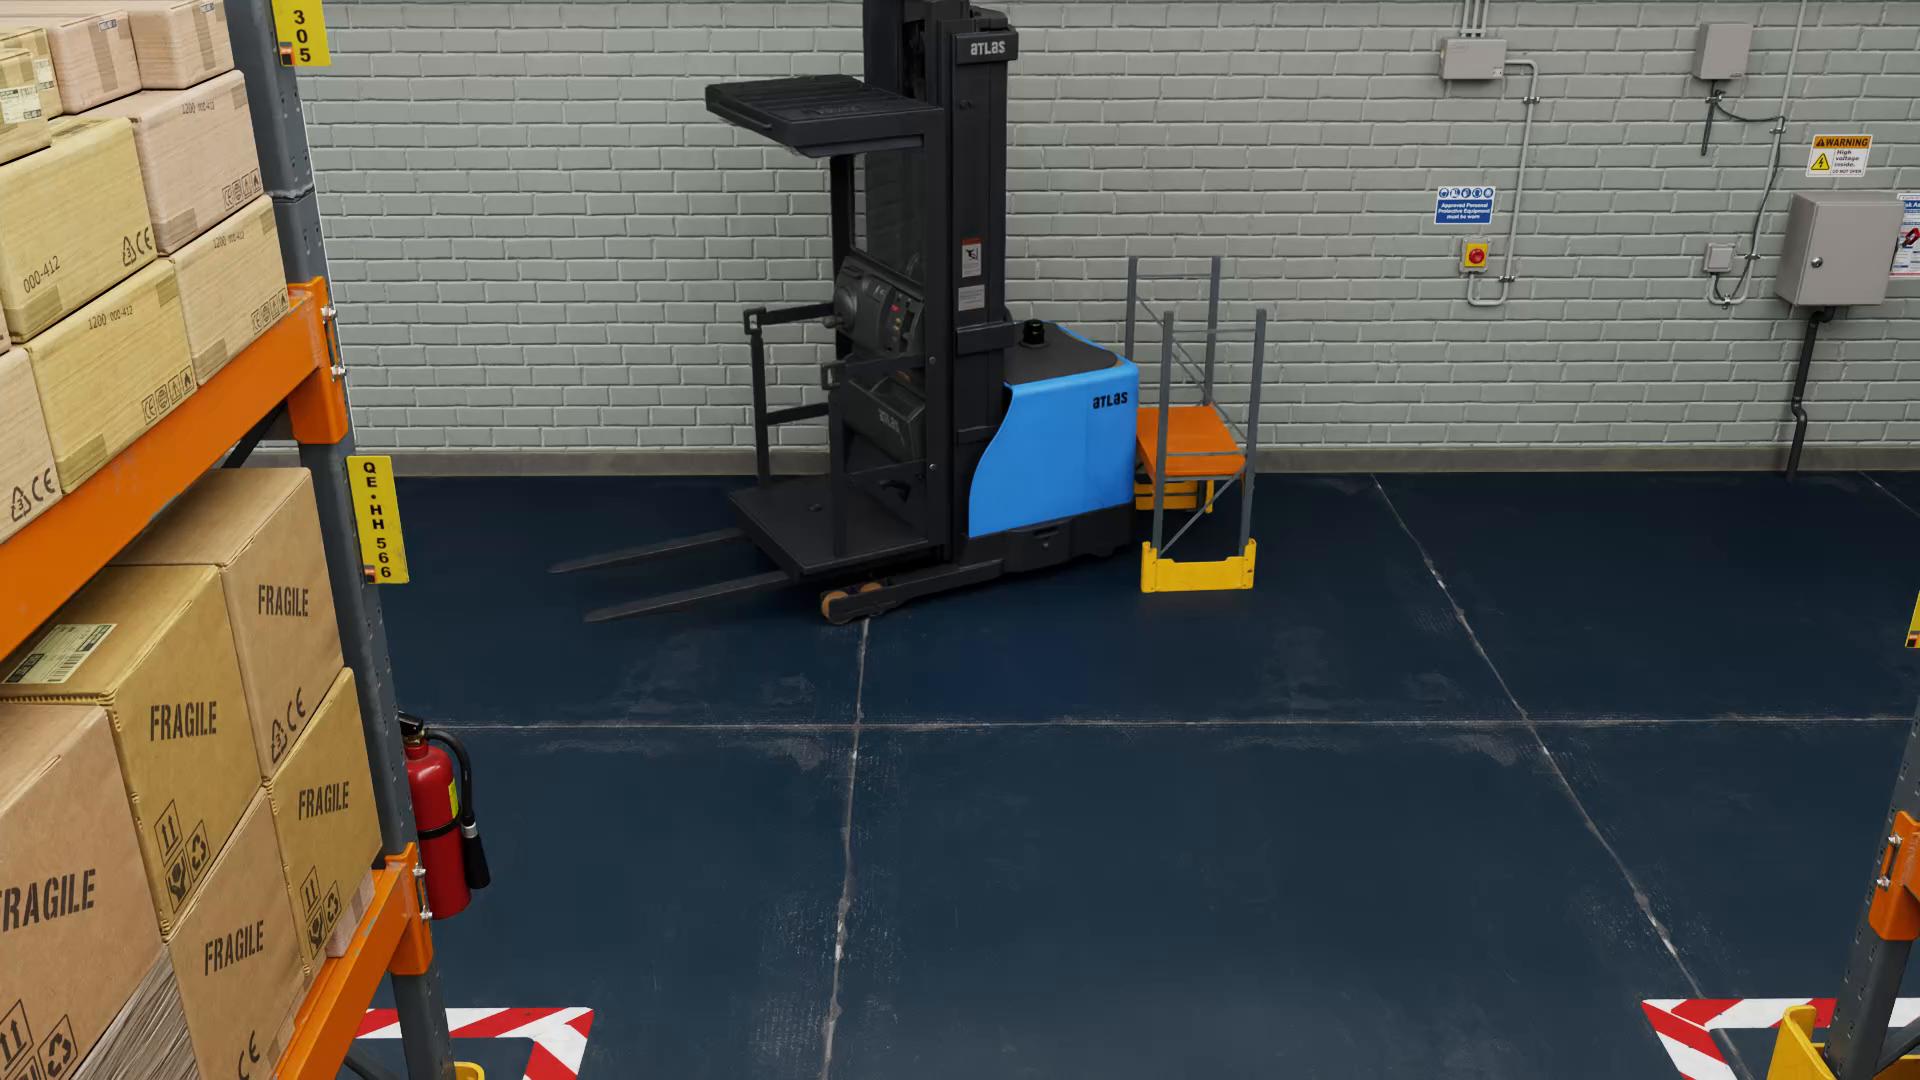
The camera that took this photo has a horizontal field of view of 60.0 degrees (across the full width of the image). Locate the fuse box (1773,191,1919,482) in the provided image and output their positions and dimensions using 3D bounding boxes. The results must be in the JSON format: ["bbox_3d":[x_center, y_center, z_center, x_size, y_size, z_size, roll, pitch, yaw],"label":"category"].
[{"bbox_3d":[5.039,-1.129,9.670,0.539,1.711,0.414,0,24,-1],"label":"fuse box"}]

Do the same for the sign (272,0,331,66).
[{"bbox_3d":[-1.372,-1.144,3.425,0.100,0.325,0.005,0,24,-1],"label":"sign"}]

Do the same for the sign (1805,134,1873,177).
[{"bbox_3d":[4.981,-2.177,9.422,0.339,0.242,0.001,0,24,-1],"label":"sign"}]

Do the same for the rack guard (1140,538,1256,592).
[{"bbox_3d":[1.239,0.131,8.658,0.587,0.250,0.087,-2,24,-4],"label":"rack guard"}]

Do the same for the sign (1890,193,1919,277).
[{"bbox_3d":[5.531,-1.760,9.618,0.329,0.494,0.001,0,24,-1],"label":"sign"}]

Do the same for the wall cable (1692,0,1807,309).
[{"bbox_3d":[4.355,-2.241,9.332,0.588,1.984,0.122,0,24,-1],"label":"wall cable"}]

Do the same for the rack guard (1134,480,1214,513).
[{"bbox_3d":[1.164,-0.278,9.562,0.587,0.250,0.087,-2,24,-4],"label":"rack guard"}]

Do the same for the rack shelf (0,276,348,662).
[{"bbox_3d":[-1.905,0.406,1.946,1.077,0.370,4.000,0,24,-1],"label":"rack shelf"}]

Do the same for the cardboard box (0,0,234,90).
[{"bbox_3d":[-1.630,-0.952,3.166,0.380,0.149,0.250,0,24,-1],"label":"cardboard box"}]

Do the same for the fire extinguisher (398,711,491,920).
[{"bbox_3d":[-1.468,0.720,4.565,0.296,0.674,0.183,0,24,-1],"label":"fire extinguisher"}]

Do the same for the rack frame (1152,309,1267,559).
[{"bbox_3d":[1.241,-0.431,8.382,0.500,1.500,0.032,-2,24,-4],"label":"rack frame"}]

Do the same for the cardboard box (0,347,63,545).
[{"bbox_3d":[-1.653,-0.077,2.322,0.500,0.250,0.500,1,24,2],"label":"cardboard box"}]

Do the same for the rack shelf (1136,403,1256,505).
[{"bbox_3d":[1.202,-0.476,8.918,0.538,0.185,1.000,-2,24,-4],"label":"rack shelf"}]

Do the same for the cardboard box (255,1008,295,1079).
[{"bbox_3d":[-1.658,1.074,3.540,0.380,0.149,0.250,0,24,-1],"label":"cardboard box"}]

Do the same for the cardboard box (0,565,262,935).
[{"bbox_3d":[-1.668,0.380,3.074,0.500,0.500,0.500,-1,24,-2],"label":"cardboard box"}]

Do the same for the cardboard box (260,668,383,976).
[{"bbox_3d":[-1.665,0.623,3.749,0.500,0.500,0.500,0,24,1],"label":"cardboard box"}]

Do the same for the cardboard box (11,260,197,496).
[{"bbox_3d":[-1.645,-0.281,2.774,0.500,0.250,0.500,0,24,0],"label":"cardboard box"}]

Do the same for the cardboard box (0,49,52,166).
[{"bbox_3d":[-1.610,-0.635,2.467,0.380,0.149,0.250,0,24,0],"label":"cardboard box"}]

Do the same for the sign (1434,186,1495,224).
[{"bbox_3d":[2.888,-1.915,9.516,0.327,0.218,0.001,0,24,-1],"label":"sign"}]

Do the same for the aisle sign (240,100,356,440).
[{"bbox_3d":[-1.628,-0.595,3.772,0.394,0.787,0.004,0,24,-1],"label":"aisle sign"}]

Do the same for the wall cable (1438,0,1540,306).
[{"bbox_3d":[2.937,-2.244,9.301,0.585,1.953,0.123,0,24,-1],"label":"wall cable"}]

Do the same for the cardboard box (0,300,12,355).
[{"bbox_3d":[-1.658,-0.295,2.198,0.500,0.250,0.500,0,24,0],"label":"cardboard box"}]

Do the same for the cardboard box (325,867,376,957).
[{"bbox_3d":[-1.641,0.868,3.996,0.380,0.149,0.250,0,24,0],"label":"cardboard box"}]

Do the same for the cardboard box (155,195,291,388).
[{"bbox_3d":[-1.657,-0.492,3.239,0.500,0.250,0.500,-1,24,-2],"label":"cardboard box"}]

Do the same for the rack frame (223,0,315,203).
[{"bbox_3d":[-1.927,-2.113,3.002,1.000,3.000,0.127,0,24,-1],"label":"rack frame"}]

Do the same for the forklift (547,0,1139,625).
[{"bbox_3d":[-0.593,-1.160,8.258,3.031,2.935,1.130,-12,27,-25],"label":"forklift"}]

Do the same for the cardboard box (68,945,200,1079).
[{"bbox_3d":[-1.649,1.045,2.818,0.500,0.500,0.500,0,24,0],"label":"cardboard box"}]

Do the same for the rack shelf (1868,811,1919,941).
[{"bbox_3d":[3.043,1.709,2.705,1.077,0.370,4.000,0,24,-1],"label":"rack shelf"}]

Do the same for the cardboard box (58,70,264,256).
[{"bbox_3d":[-1.668,-0.717,3.131,0.500,0.250,0.500,-1,24,-2],"label":"cardboard box"}]

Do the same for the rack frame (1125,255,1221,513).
[{"bbox_3d":[1.164,-0.848,9.306,0.500,1.500,0.032,-2,24,-4],"label":"rack frame"}]

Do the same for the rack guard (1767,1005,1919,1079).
[{"bbox_3d":[3.021,1.686,4.916,1.175,0.500,0.348,0,24,-1],"label":"rack guard"}]

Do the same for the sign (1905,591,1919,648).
[{"bbox_3d":[2.467,0.126,4.184,0.100,0.325,0.005,0,24,-1],"label":"sign"}]

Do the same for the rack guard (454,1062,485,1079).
[{"bbox_3d":[-1.926,1.791,4.684,1.175,0.500,0.348,0,24,-1],"label":"rack guard"}]

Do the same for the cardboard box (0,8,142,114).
[{"bbox_3d":[-1.703,-0.850,2.940,0.380,0.149,0.250,0,24,0],"label":"cardboard box"}]

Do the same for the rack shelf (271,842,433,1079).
[{"bbox_3d":[-1.905,1.772,2.564,1.077,0.370,4.000,0,24,-1],"label":"rack shelf"}]

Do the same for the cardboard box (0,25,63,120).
[{"bbox_3d":[-1.721,-0.744,2.706,0.380,0.149,0.250,-1,24,-2],"label":"cardboard box"}]

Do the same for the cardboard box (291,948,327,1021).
[{"bbox_3d":[-1.676,0.971,3.769,0.380,0.149,0.250,0,24,-1],"label":"cardboard box"}]

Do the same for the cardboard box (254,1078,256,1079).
[{"bbox_3d":[-1.632,1.179,3.308,0.380,0.149,0.250,0,24,1],"label":"cardboard box"}]

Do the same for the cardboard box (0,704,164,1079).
[{"bbox_3d":[-1.653,0.594,2.600,0.500,0.500,0.500,1,24,2],"label":"cardboard box"}]

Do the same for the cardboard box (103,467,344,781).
[{"bbox_3d":[-1.673,0.171,3.536,0.500,0.500,0.500,-1,24,-2],"label":"cardboard box"}]

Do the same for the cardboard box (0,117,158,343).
[{"bbox_3d":[-1.661,-0.506,2.665,0.500,0.250,0.500,-1,24,-2],"label":"cardboard box"}]

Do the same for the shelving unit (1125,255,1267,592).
[{"bbox_3d":[1.202,-0.643,8.852,0.587,1.500,1.083,-2,24,-4],"label":"shelving unit"}]

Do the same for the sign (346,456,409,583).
[{"bbox_3d":[-1.372,-0.045,3.922,0.100,0.325,0.005,0,24,-1],"label":"sign"}]

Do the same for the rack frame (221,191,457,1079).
[{"bbox_3d":[-1.927,0.621,4.238,1.000,3.000,0.127,0,24,-1],"label":"rack frame"}]

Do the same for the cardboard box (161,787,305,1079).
[{"bbox_3d":[-1.664,0.836,3.280,0.500,0.500,0.500,-1,24,-1],"label":"cardboard box"}]
